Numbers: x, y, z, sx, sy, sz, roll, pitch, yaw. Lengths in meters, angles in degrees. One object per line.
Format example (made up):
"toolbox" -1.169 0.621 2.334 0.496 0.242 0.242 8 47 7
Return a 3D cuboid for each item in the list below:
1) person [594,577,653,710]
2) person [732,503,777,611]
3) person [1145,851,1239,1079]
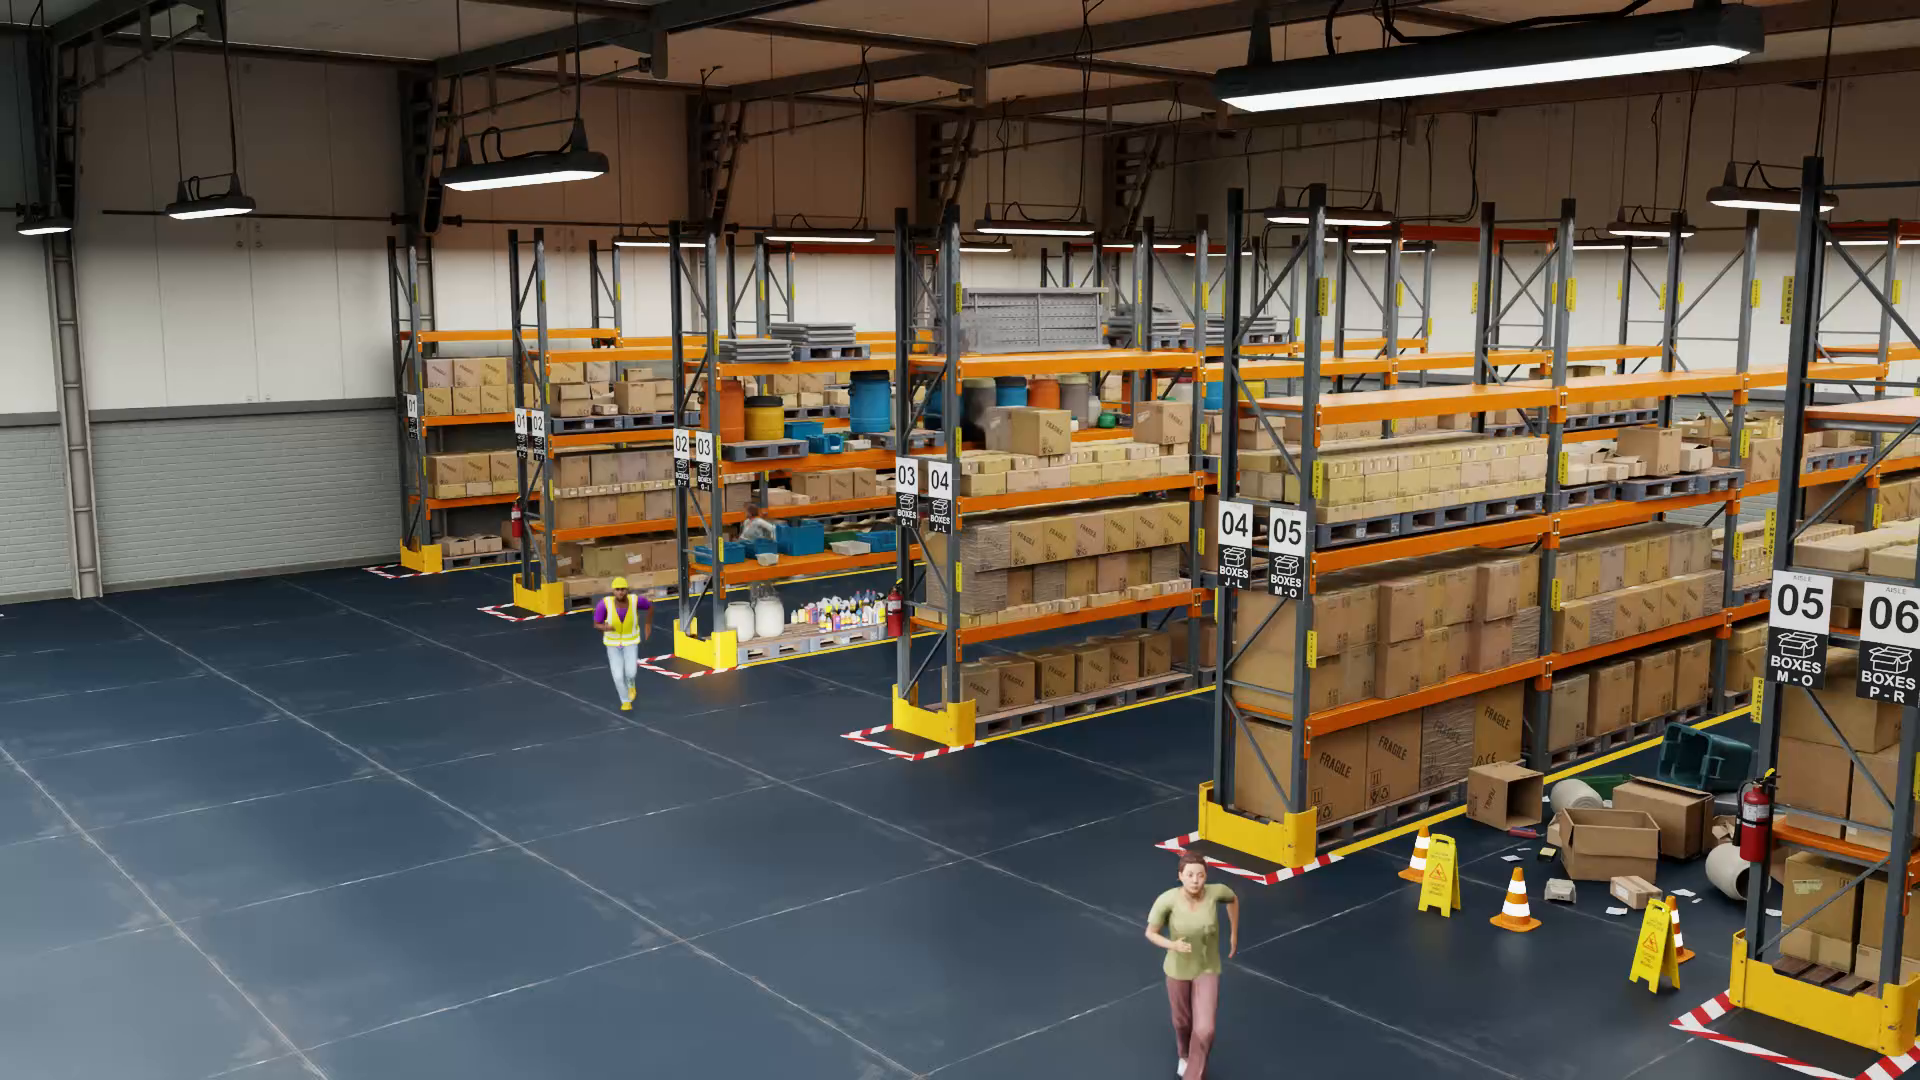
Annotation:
"person" -4.036 1.261 19.977 0.684 1.687 0.761 -1 9 -8
"person" -3.059 0.271 24.982 0.785 1.655 0.545 -7 11 -37
"person" 1.464 2.750 10.536 0.599 1.702 0.822 1 9 4
